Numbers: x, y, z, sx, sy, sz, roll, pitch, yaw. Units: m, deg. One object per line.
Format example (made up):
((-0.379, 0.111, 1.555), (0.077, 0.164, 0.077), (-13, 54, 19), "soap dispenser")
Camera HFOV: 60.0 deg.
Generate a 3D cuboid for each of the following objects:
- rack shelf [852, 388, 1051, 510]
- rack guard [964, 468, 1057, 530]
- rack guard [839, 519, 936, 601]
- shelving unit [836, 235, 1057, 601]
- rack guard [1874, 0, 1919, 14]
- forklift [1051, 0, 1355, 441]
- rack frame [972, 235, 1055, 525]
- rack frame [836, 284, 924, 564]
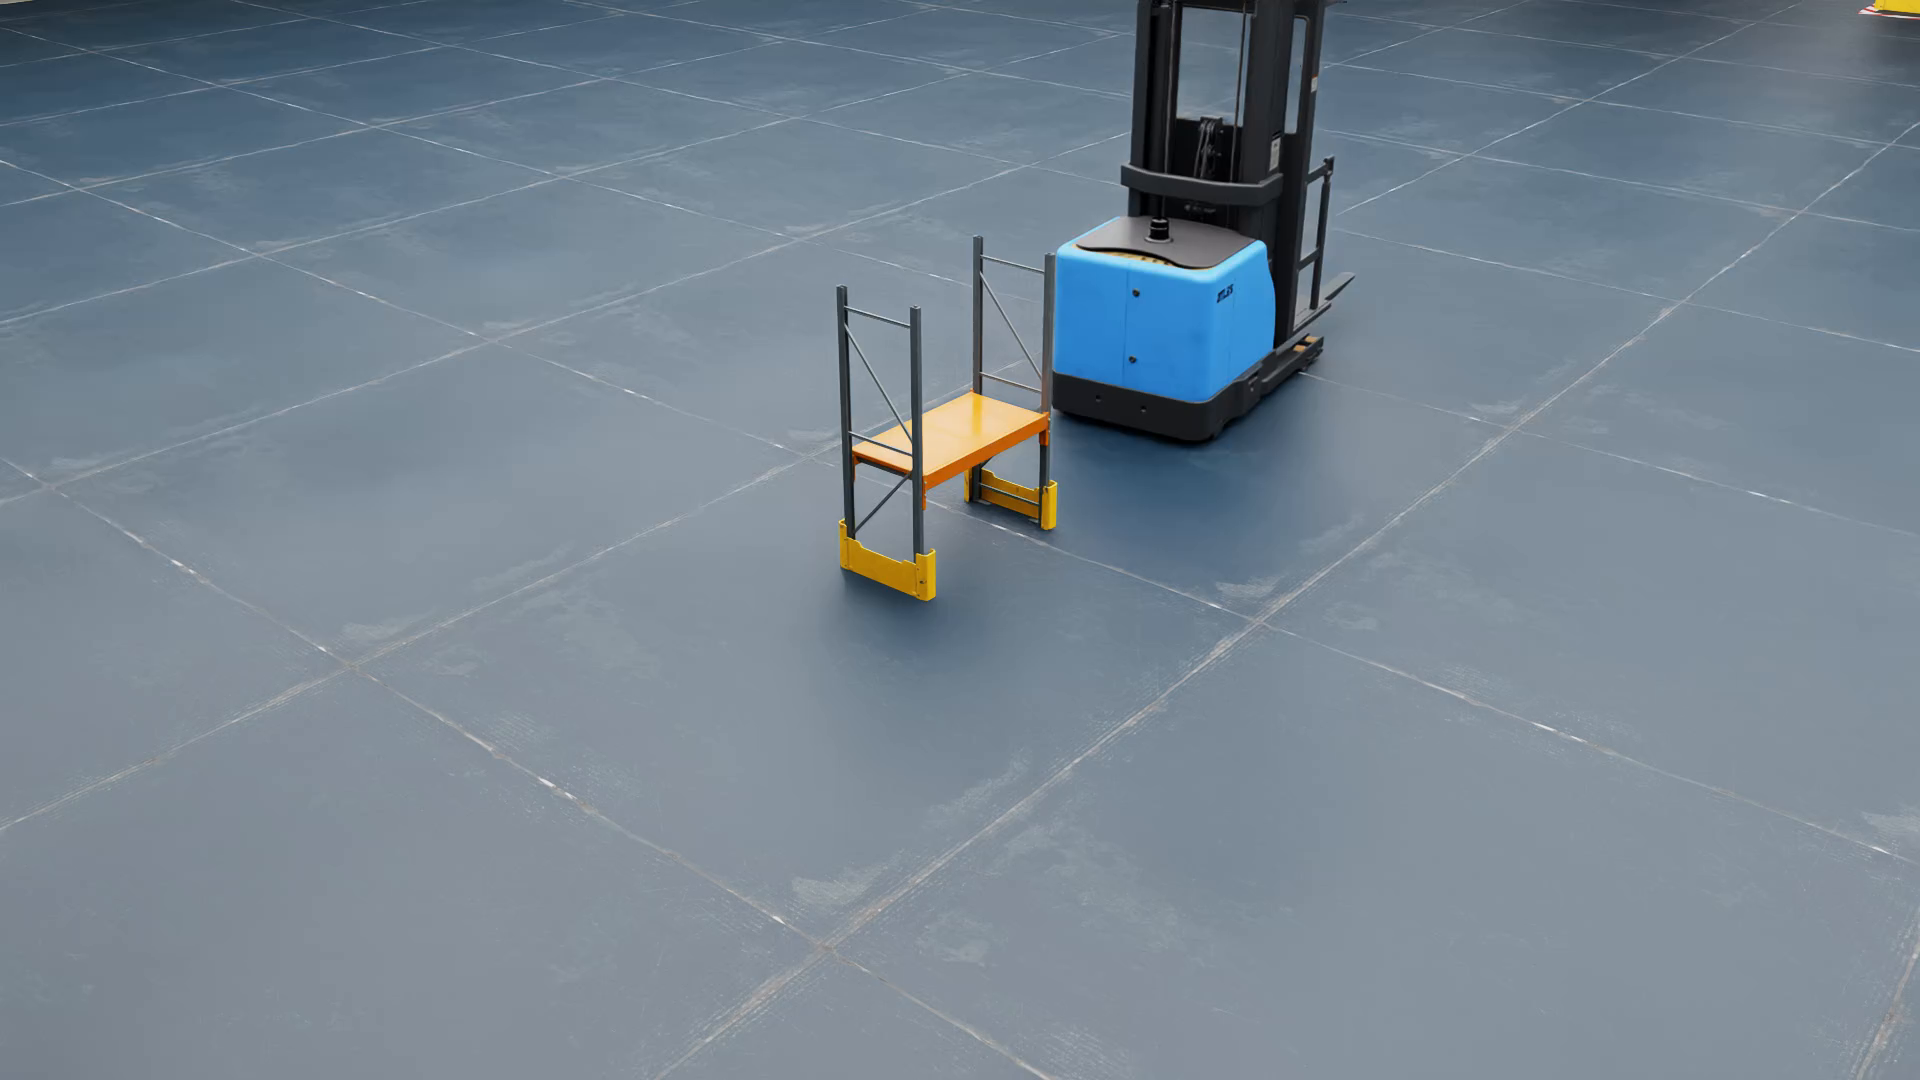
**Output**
((-0.054, -0.476, 8.430), (0.538, 0.185, 1.000), (21, 34, 34), "rack shelf")
((0.268, -0.261, 8.982), (0.587, 0.250, 0.087), (21, 34, 34), "rack guard")
((-0.365, 0.093, 8.299), (0.587, 0.250, 0.087), (21, 34, 34), "rack guard")
((-0.048, -0.639, 8.353), (0.587, 1.500, 1.083), (21, 34, 34), "shelving unit")
((13.114, -7.418, 22.546), (1.175, 0.500, 0.348), (21, 34, 34), "rack guard")
((1.759, -2.515, 10.421), (1.130, 2.935, 3.031), (16, 31, 28), "forklift")
((0.269, -0.816, 8.695), (0.500, 1.500, 0.032), (21, 34, 34), "rack frame")
((-0.378, -0.456, 7.999), (0.500, 1.500, 0.032), (21, 34, 34), "rack frame")
